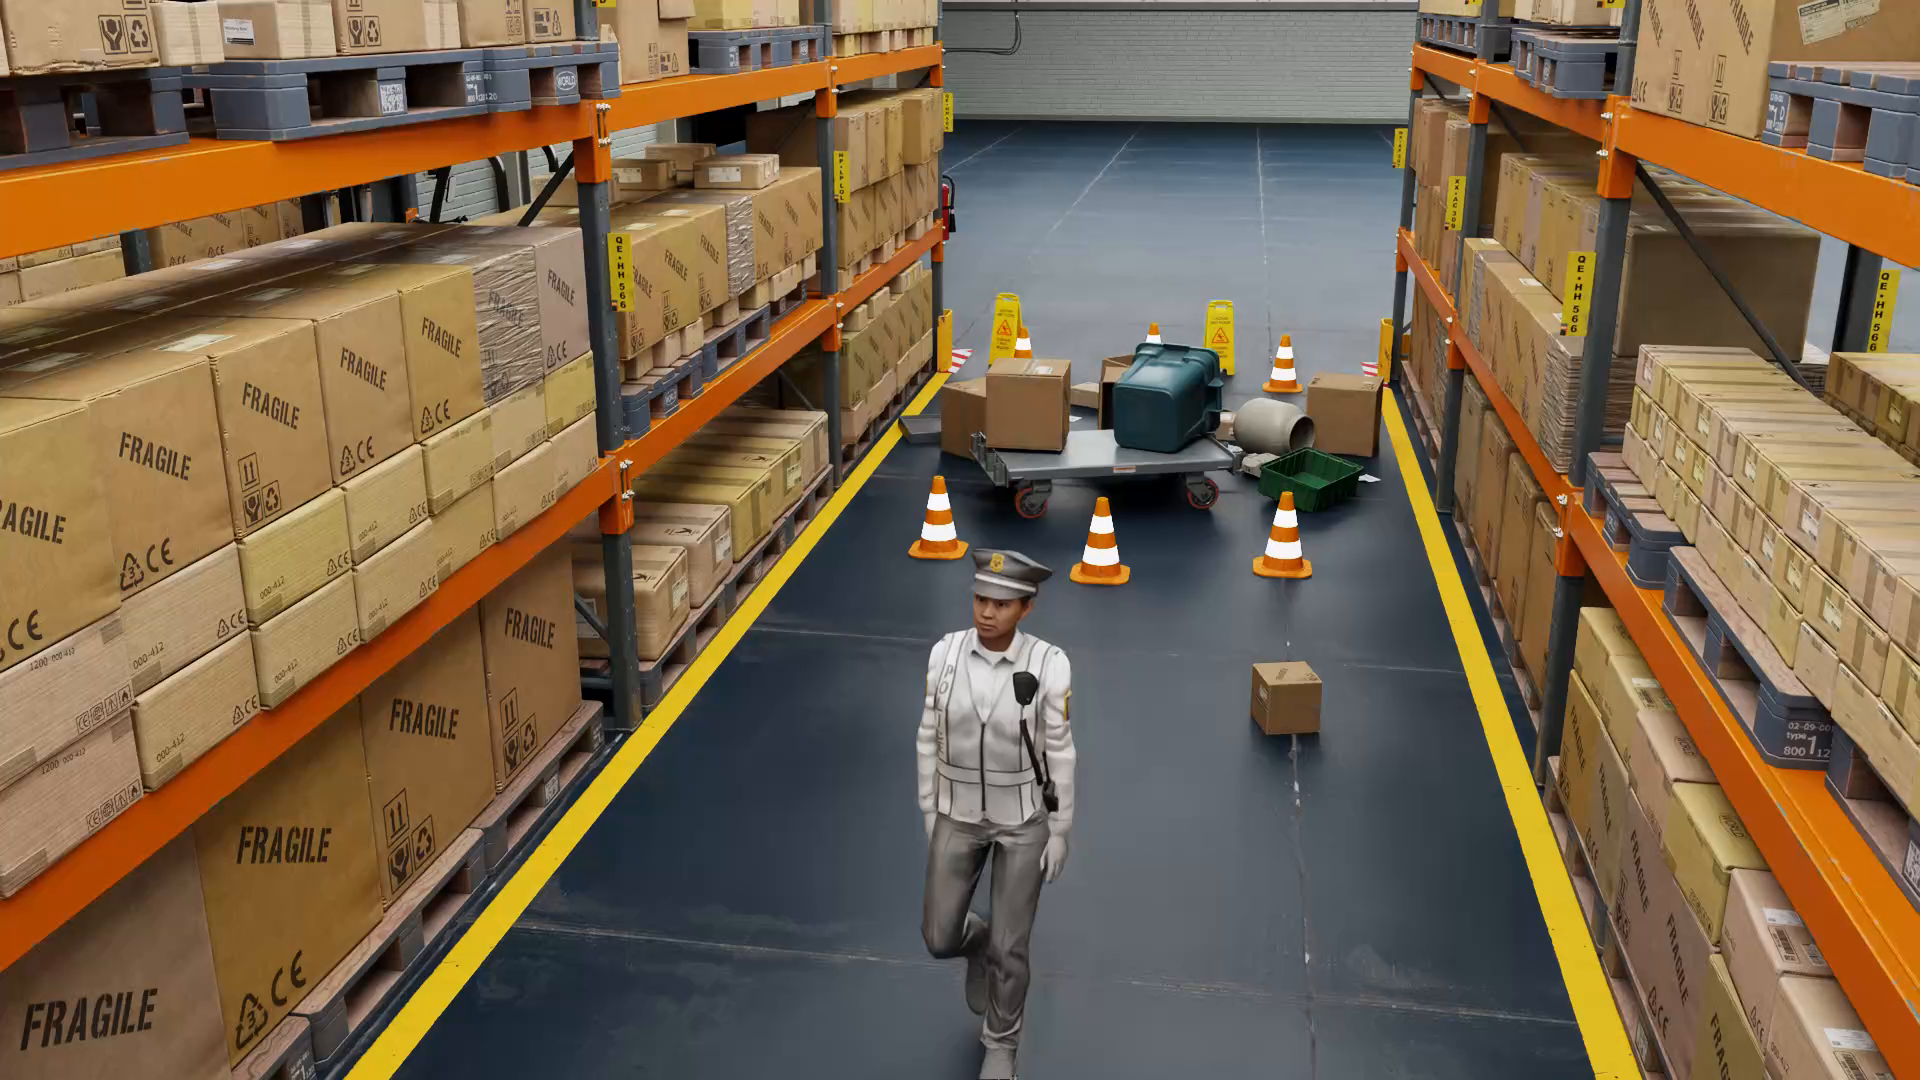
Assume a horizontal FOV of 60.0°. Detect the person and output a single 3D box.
[{"bbox_3d":[0.104,0.804,4.962,0.488,1.679,0.553,5,19,14],"label":"person"}]
